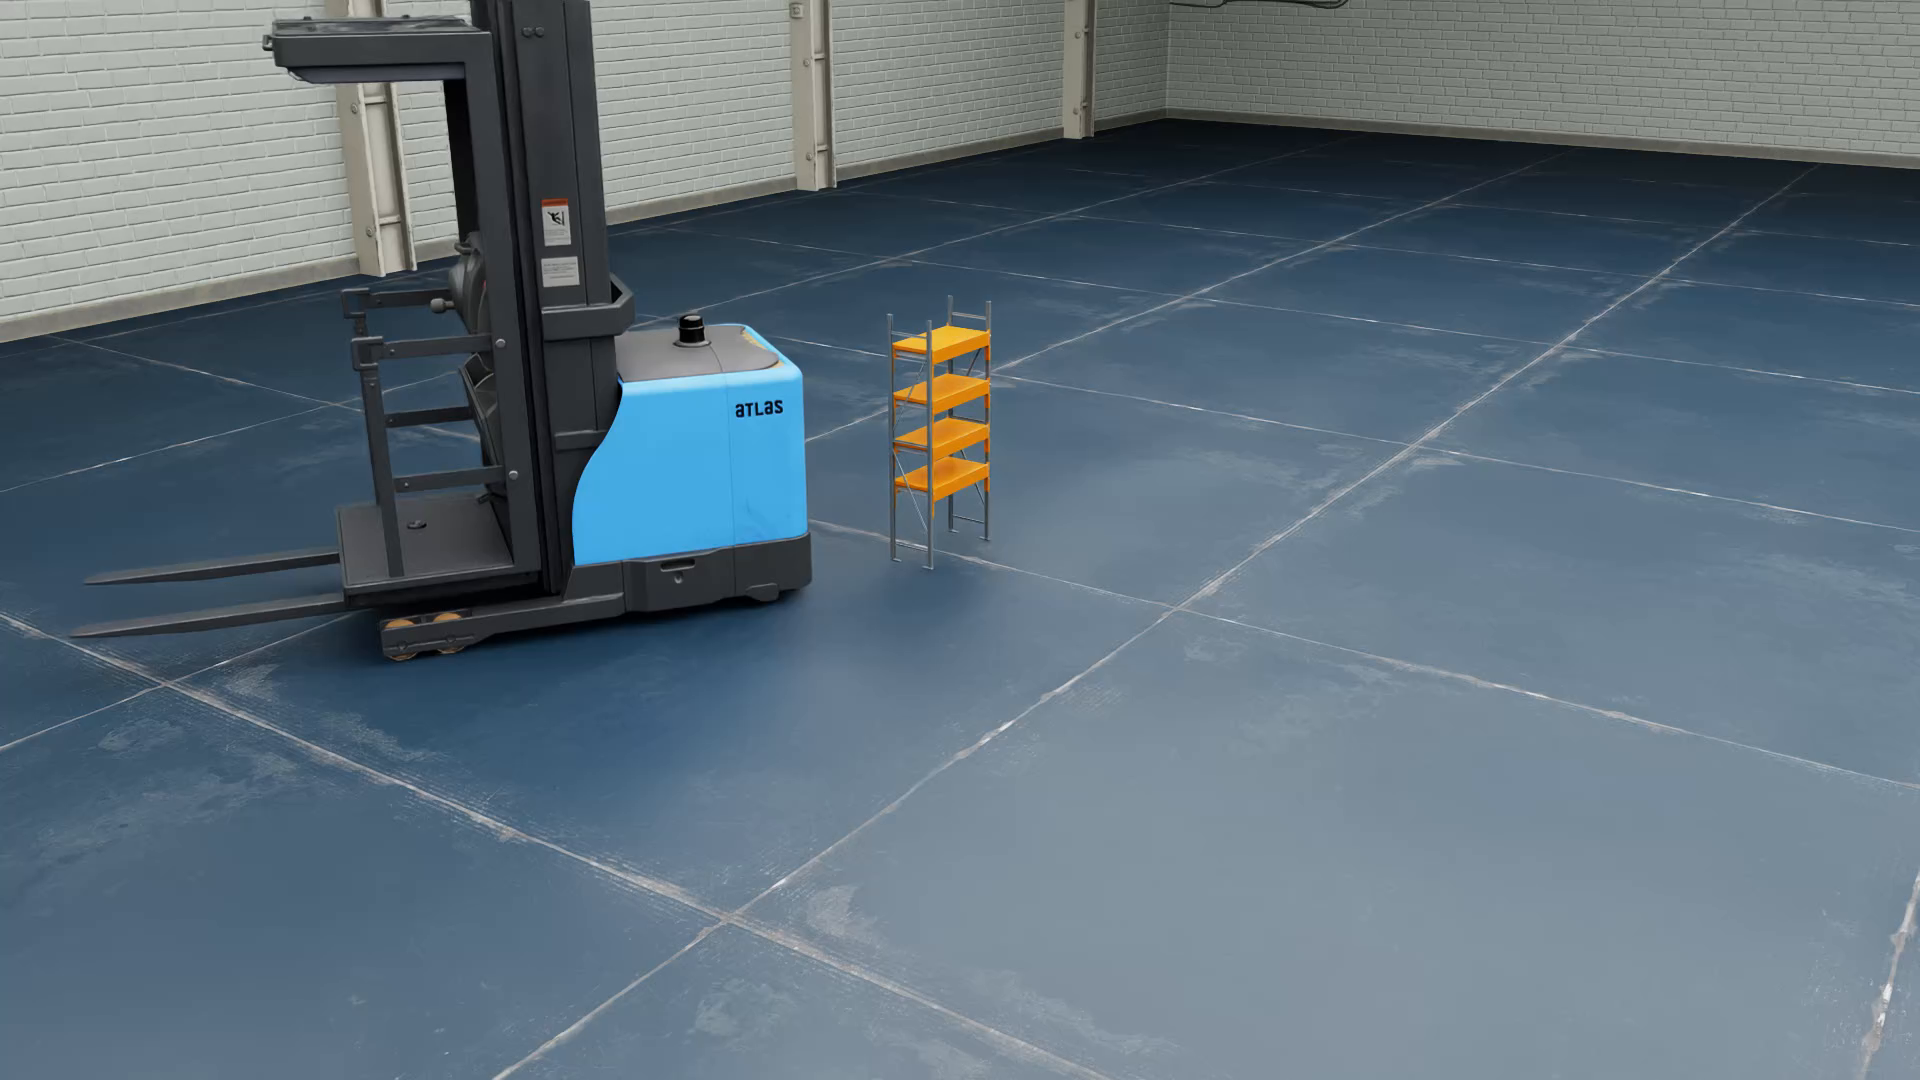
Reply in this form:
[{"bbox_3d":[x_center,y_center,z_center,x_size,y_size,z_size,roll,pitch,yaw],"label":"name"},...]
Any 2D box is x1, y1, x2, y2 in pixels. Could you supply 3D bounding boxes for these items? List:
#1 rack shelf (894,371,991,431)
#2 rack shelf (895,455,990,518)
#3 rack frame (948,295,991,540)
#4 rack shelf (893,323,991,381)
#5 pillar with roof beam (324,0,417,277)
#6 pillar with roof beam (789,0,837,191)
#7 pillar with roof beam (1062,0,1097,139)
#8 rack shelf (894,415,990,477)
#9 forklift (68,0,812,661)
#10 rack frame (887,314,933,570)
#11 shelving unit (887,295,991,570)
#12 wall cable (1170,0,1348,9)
[{"bbox_3d":[-0.093,-0.662,7.874,0.258,0.148,0.480,13,24,32],"label":"rack shelf"},{"bbox_3d":[-0.093,-0.266,8.021,0.258,0.148,0.480,13,24,32],"label":"rack shelf"},{"bbox_3d":[0.044,-0.585,8.118,0.240,1.200,0.015,13,24,32],"label":"rack frame"},{"bbox_3d":[-0.093,-0.884,7.792,0.258,0.148,0.480,13,24,32],"label":"rack shelf"},{"bbox_3d":[-1.487,-5.752,10.845,9.100,9.000,0.400,13,24,32],"label":"pillar with roof beam"},{"bbox_3d":[1.886,-7.474,15.499,9.100,9.000,0.400,13,24,32],"label":"pillar with roof beam"},{"bbox_3d":[5.259,-9.195,20.153,9.100,9.000,0.400,13,24,32],"label":"pillar with roof beam"},{"bbox_3d":[-0.093,-0.452,7.952,0.258,0.148,0.480,13,24,32],"label":"rack shelf"},{"bbox_3d":[-2.243,-1.081,6.963,3.031,2.935,1.130,-8,22,-20],"label":"forklift"},{"bbox_3d":[-0.230,-0.445,7.739,0.240,1.200,0.015,13,24,32],"label":"rack frame"},{"bbox_3d":[-0.093,-0.515,7.928,0.258,1.200,0.503,13,24,32],"label":"shelving unit"},{"bbox_3d":[4.448,-9.166,24.550,3.097,2.526,0.112,13,24,32],"label":"wall cable"}]
